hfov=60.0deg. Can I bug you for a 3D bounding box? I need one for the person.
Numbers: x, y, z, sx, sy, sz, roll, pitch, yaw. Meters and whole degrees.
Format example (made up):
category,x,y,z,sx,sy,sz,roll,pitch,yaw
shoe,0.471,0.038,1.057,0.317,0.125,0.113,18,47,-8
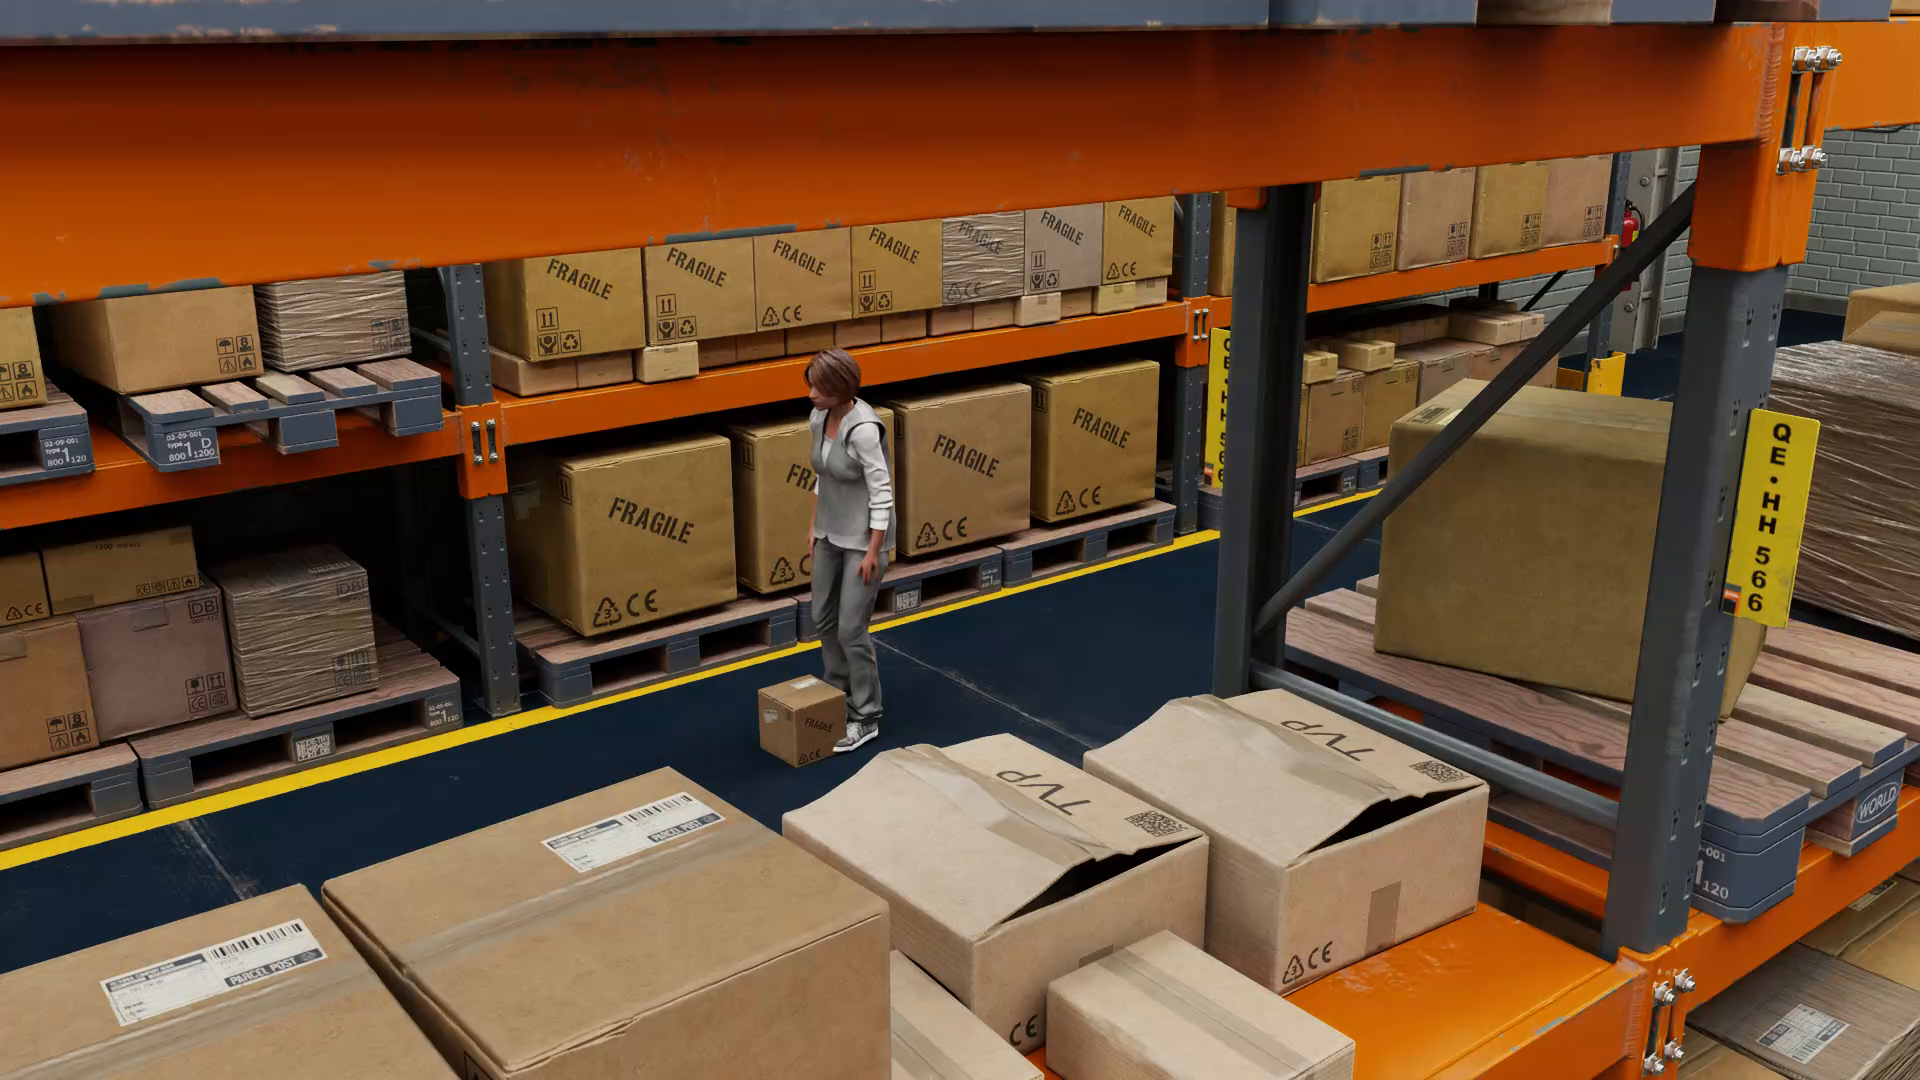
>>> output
category,x,y,z,sx,sy,sz,roll,pitch,yaw
person,-0.448,0.032,6.493,0.372,1.581,0.459,-14,23,-37
